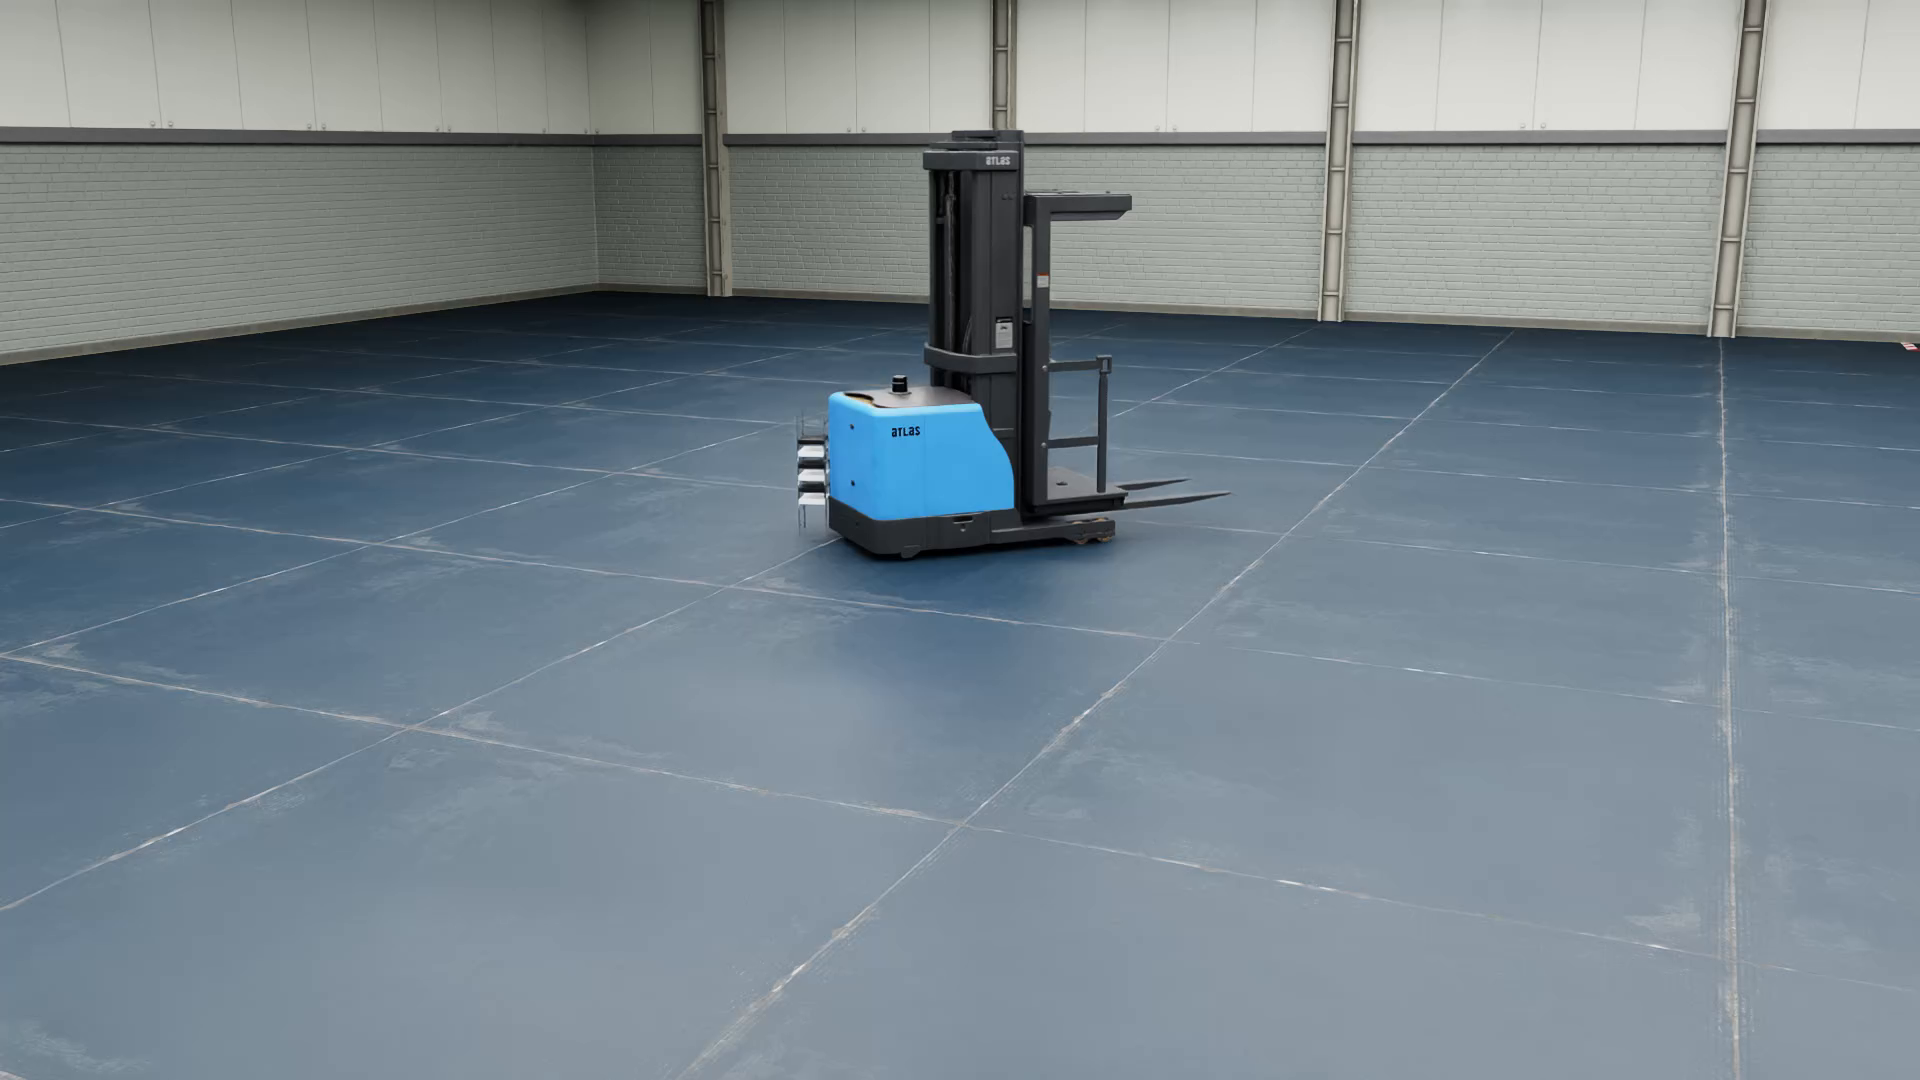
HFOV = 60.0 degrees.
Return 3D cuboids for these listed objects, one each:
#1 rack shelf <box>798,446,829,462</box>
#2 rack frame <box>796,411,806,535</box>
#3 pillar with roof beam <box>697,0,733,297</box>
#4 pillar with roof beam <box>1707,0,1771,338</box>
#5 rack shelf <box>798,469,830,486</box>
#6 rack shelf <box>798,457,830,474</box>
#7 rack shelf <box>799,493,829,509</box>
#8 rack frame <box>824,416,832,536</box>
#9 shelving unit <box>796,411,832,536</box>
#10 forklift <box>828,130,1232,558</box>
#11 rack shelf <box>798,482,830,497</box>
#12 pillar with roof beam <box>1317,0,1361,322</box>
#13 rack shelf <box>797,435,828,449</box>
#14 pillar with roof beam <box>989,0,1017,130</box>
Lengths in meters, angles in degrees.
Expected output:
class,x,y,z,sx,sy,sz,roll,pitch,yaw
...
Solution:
class,x,y,z,sx,sy,sz,roll,pitch,yaw
rack shelf,-1.087,-0.642,12.380,0.200,0.077,0.258,1,13,6
rack frame,-1.188,-0.502,12.423,0.006,0.900,0.240,1,13,6
pillar with roof beam,-6.466,-8.290,27.886,0.400,9.000,9.100,6,14,23
pillar with roof beam,9.992,-6.625,20.788,0.400,9.000,9.100,6,14,23
rack shelf,-1.087,-0.467,12.421,0.200,0.077,0.258,1,13,6
rack shelf,-1.087,-0.555,12.400,0.200,0.077,0.258,1,13,6
rack shelf,-1.087,-0.292,12.462,0.200,0.077,0.258,1,13,6
rack frame,-0.985,-0.497,12.403,0.006,0.900,0.240,1,13,6
shelving unit,-1.087,-0.499,12.413,0.210,0.900,0.258,1,13,6
forklift,0.586,-1.502,12.240,3.031,2.935,1.130,-6,14,-24
rack shelf,-1.087,-0.379,12.441,0.200,0.077,0.258,1,13,6
pillar with roof beam,4.506,-7.180,23.154,0.400,9.000,9.100,6,14,23
rack shelf,-1.087,-0.730,12.359,0.200,0.077,0.258,1,13,6
pillar with roof beam,-0.980,-7.735,25.520,0.400,9.000,9.100,6,14,23
